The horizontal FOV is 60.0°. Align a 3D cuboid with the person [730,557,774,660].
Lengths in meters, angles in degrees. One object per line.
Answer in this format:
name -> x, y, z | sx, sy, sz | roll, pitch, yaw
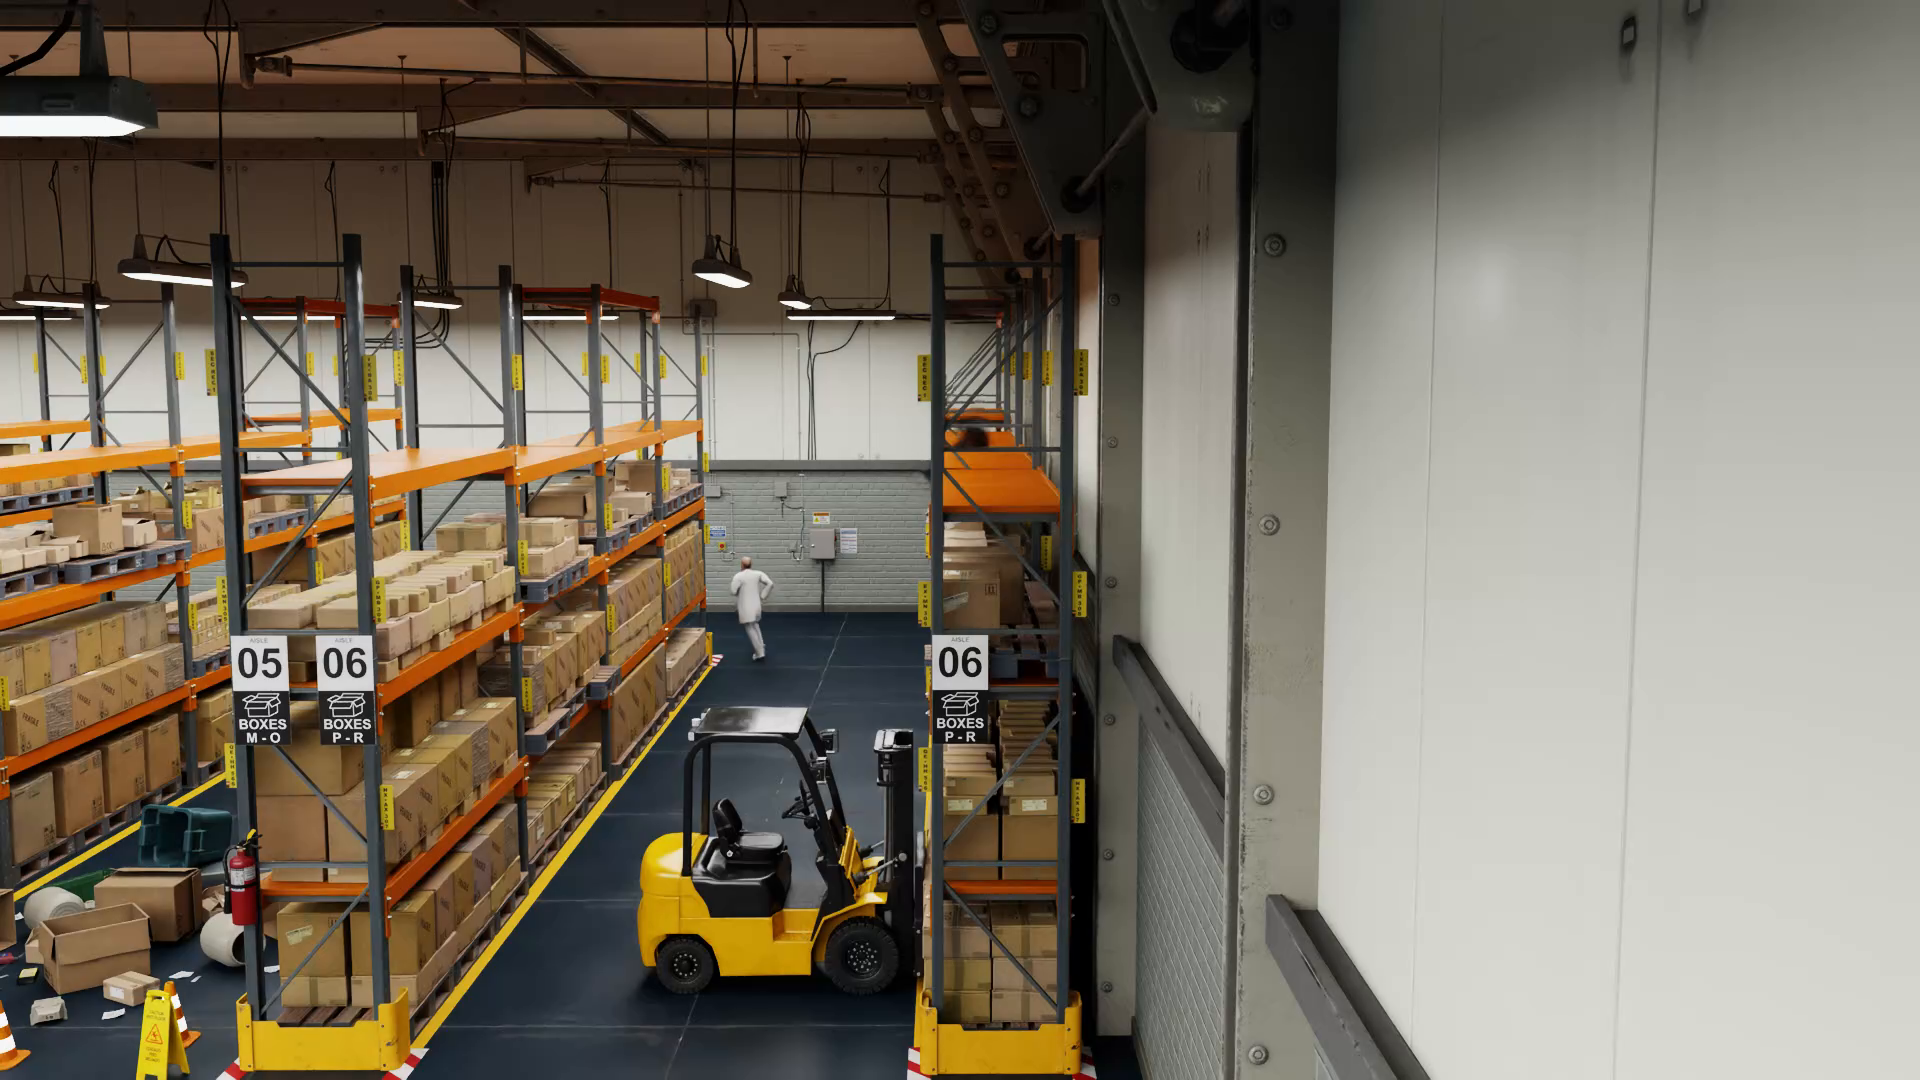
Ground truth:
person -> -3.564, 1.203, 28.358 | 0.736, 1.801, 0.816 | -5, 8, -38
